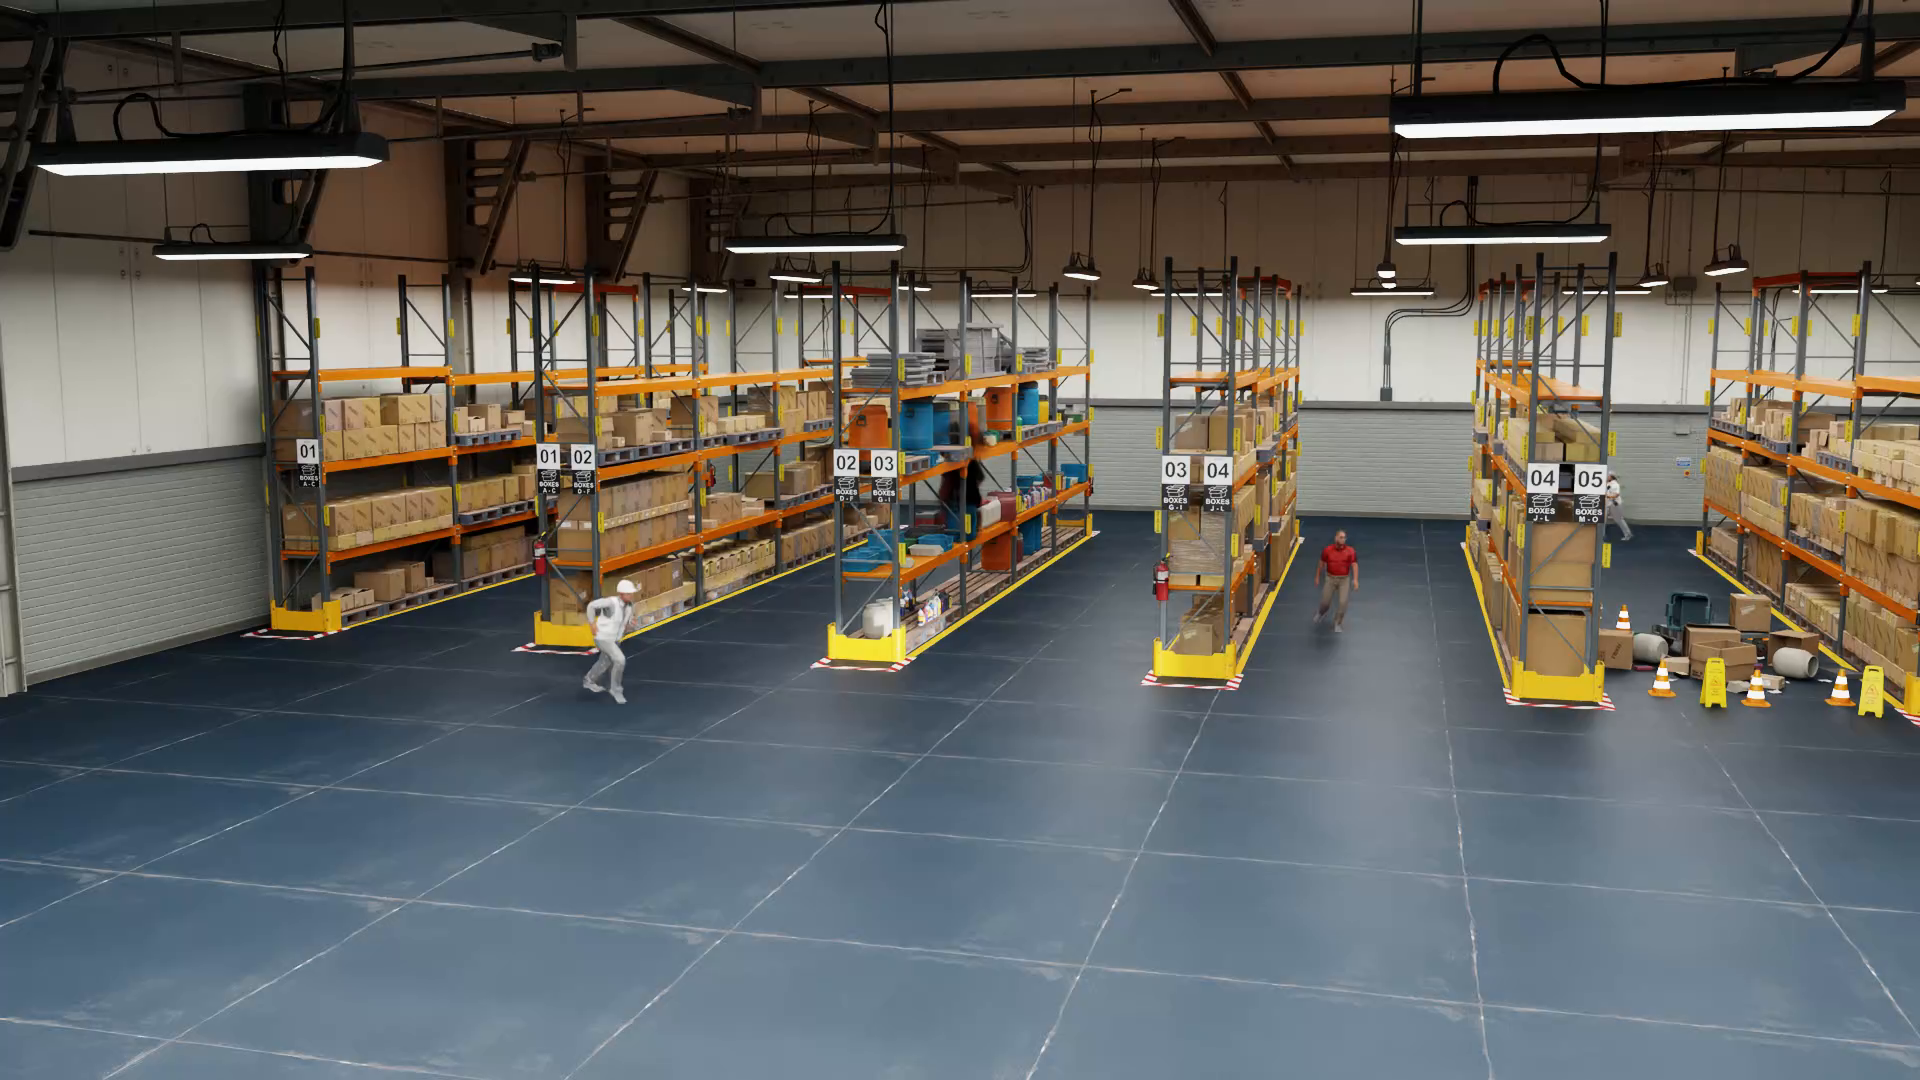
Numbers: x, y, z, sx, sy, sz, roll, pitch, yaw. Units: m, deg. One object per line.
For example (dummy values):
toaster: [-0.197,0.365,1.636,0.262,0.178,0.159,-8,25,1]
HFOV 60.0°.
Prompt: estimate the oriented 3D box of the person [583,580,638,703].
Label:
person: [-4.755,1.366,22.430,1.005,1.718,0.702,5,9,32]

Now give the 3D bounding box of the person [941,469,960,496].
person: [-0.124,-0.897,39.764,0.661,1.740,0.822,1,7,4]

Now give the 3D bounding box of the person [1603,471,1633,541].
person: [15.310,-0.775,38.960,0.874,1.695,0.608,0,7,-3]

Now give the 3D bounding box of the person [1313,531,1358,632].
person: [6.235,0.667,27.586,0.711,1.689,0.680,1,7,11]
